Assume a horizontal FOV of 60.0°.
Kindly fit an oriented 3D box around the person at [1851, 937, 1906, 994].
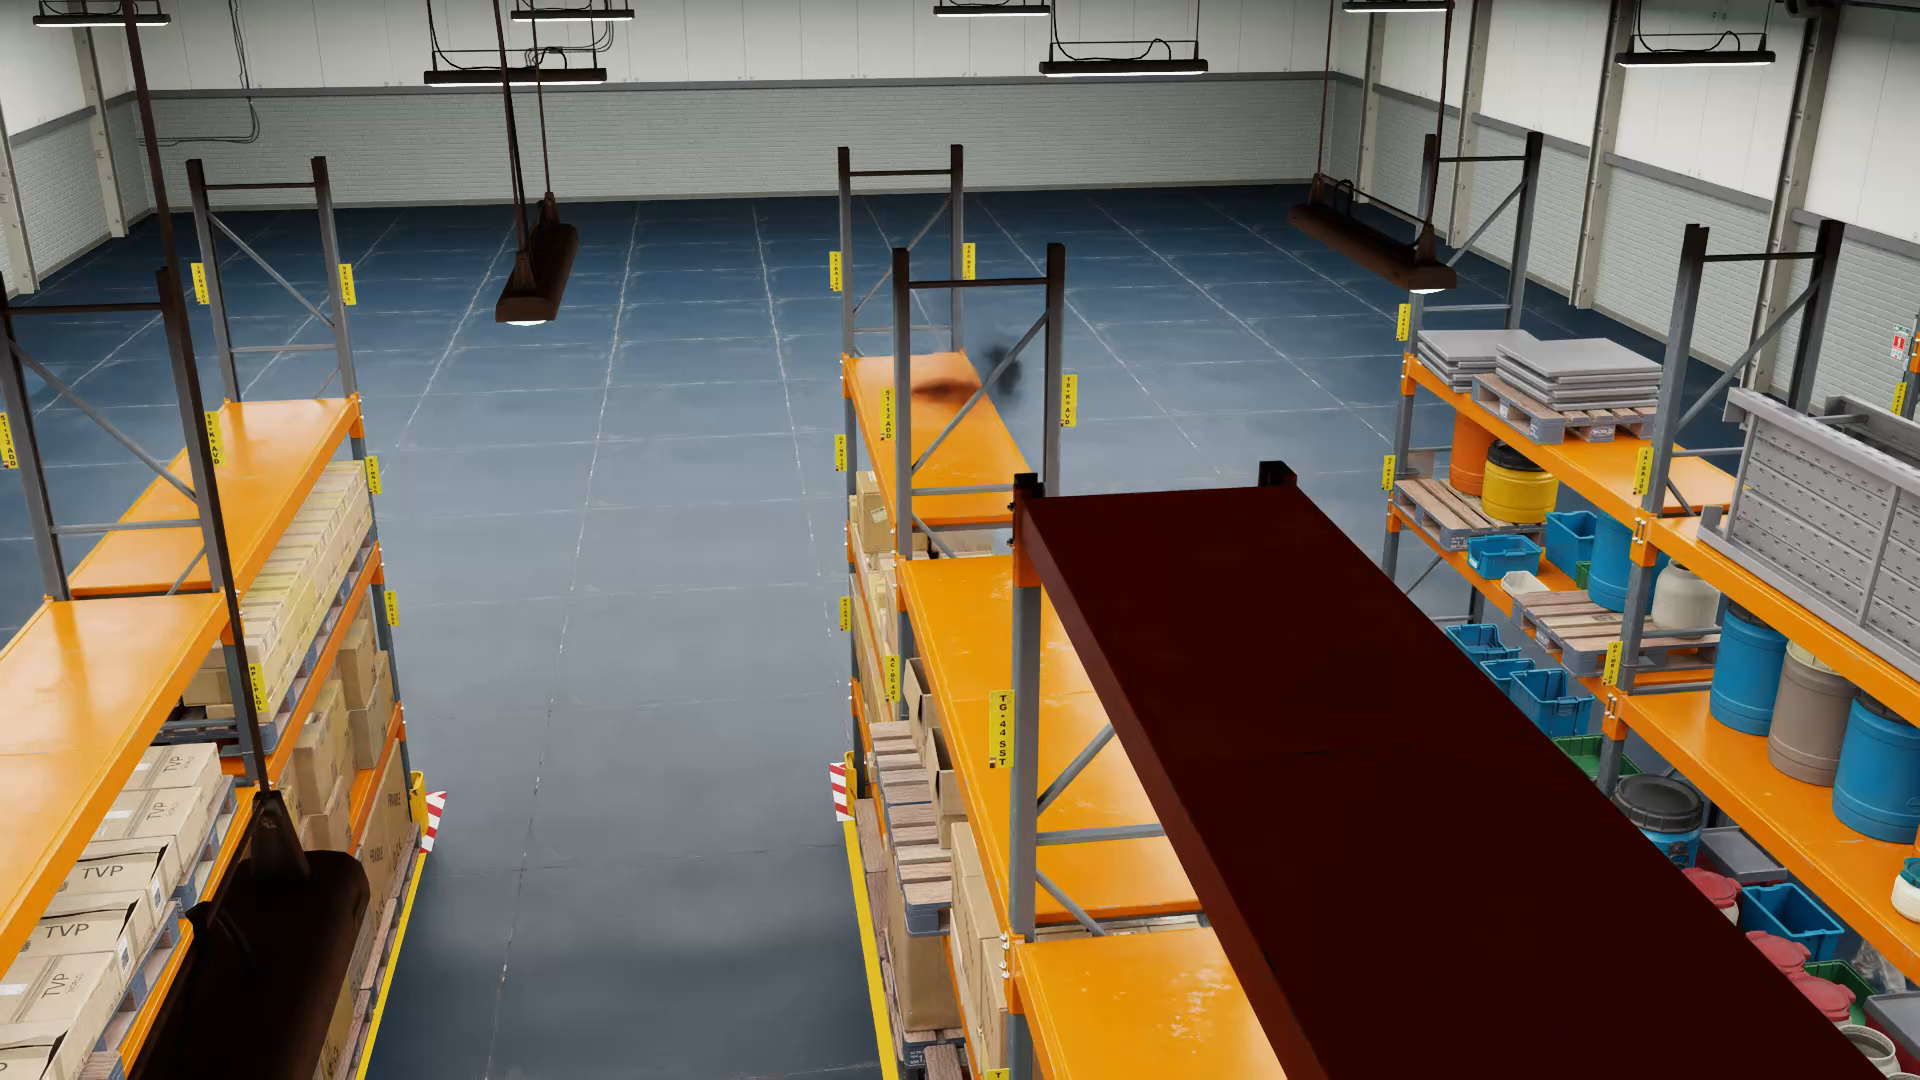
[{"bbox_3d":[6.960,2.693,12.405,0.664,1.843,0.799,-8,23,-18],"label":"person"}]
